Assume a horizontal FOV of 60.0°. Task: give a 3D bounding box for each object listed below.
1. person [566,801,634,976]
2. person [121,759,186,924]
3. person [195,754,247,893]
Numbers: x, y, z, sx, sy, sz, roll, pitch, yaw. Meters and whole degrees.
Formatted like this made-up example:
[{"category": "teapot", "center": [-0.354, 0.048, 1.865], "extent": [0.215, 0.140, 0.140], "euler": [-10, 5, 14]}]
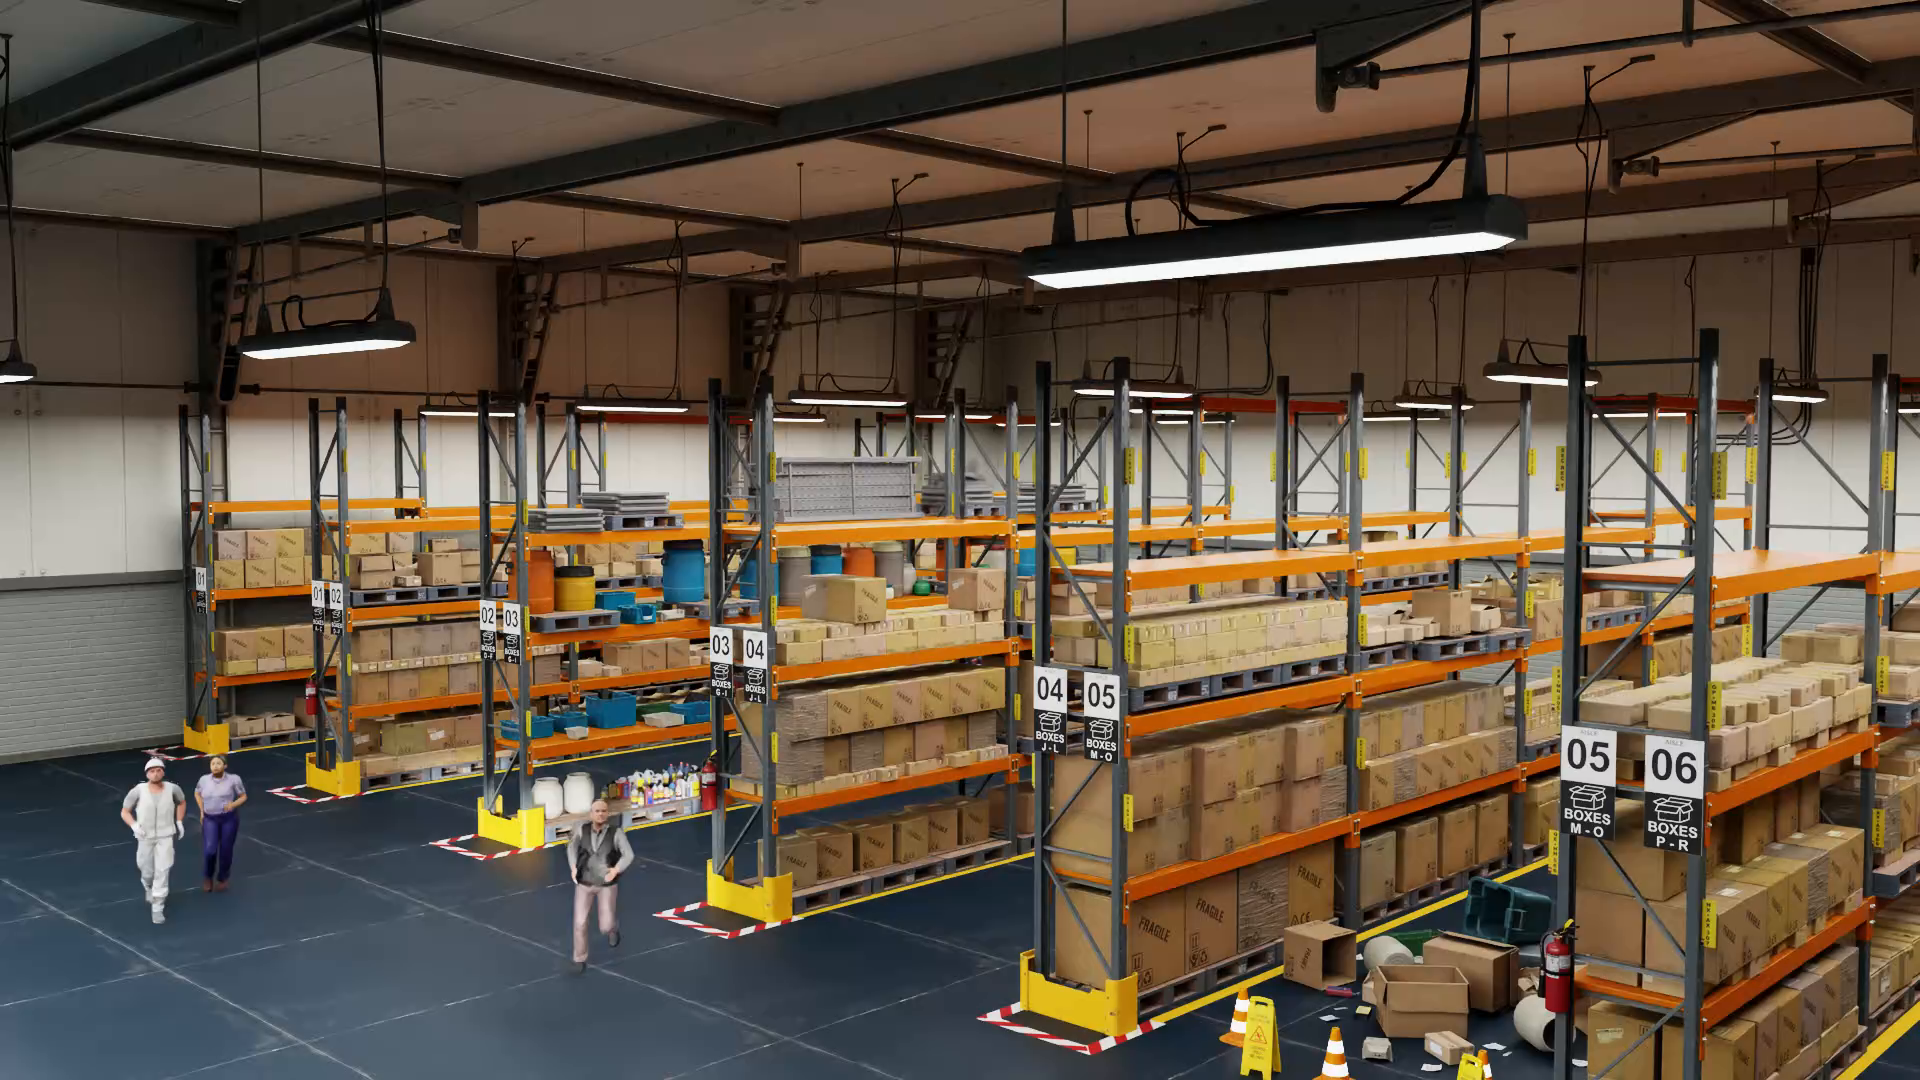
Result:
[{"category": "person", "center": [-3.633, 3.464, 16.748], "extent": [0.689, 1.688, 0.723], "euler": [0, 3, -3]}, {"category": "person", "center": [-8.959, 3.309, 18.501], "extent": [0.661, 1.775, 0.854], "euler": [-2, 3, -27]}, {"category": "person", "center": [-8.670, 3.328, 19.492], "extent": [0.581, 1.631, 0.631], "euler": [-1, 3, -19]}]
